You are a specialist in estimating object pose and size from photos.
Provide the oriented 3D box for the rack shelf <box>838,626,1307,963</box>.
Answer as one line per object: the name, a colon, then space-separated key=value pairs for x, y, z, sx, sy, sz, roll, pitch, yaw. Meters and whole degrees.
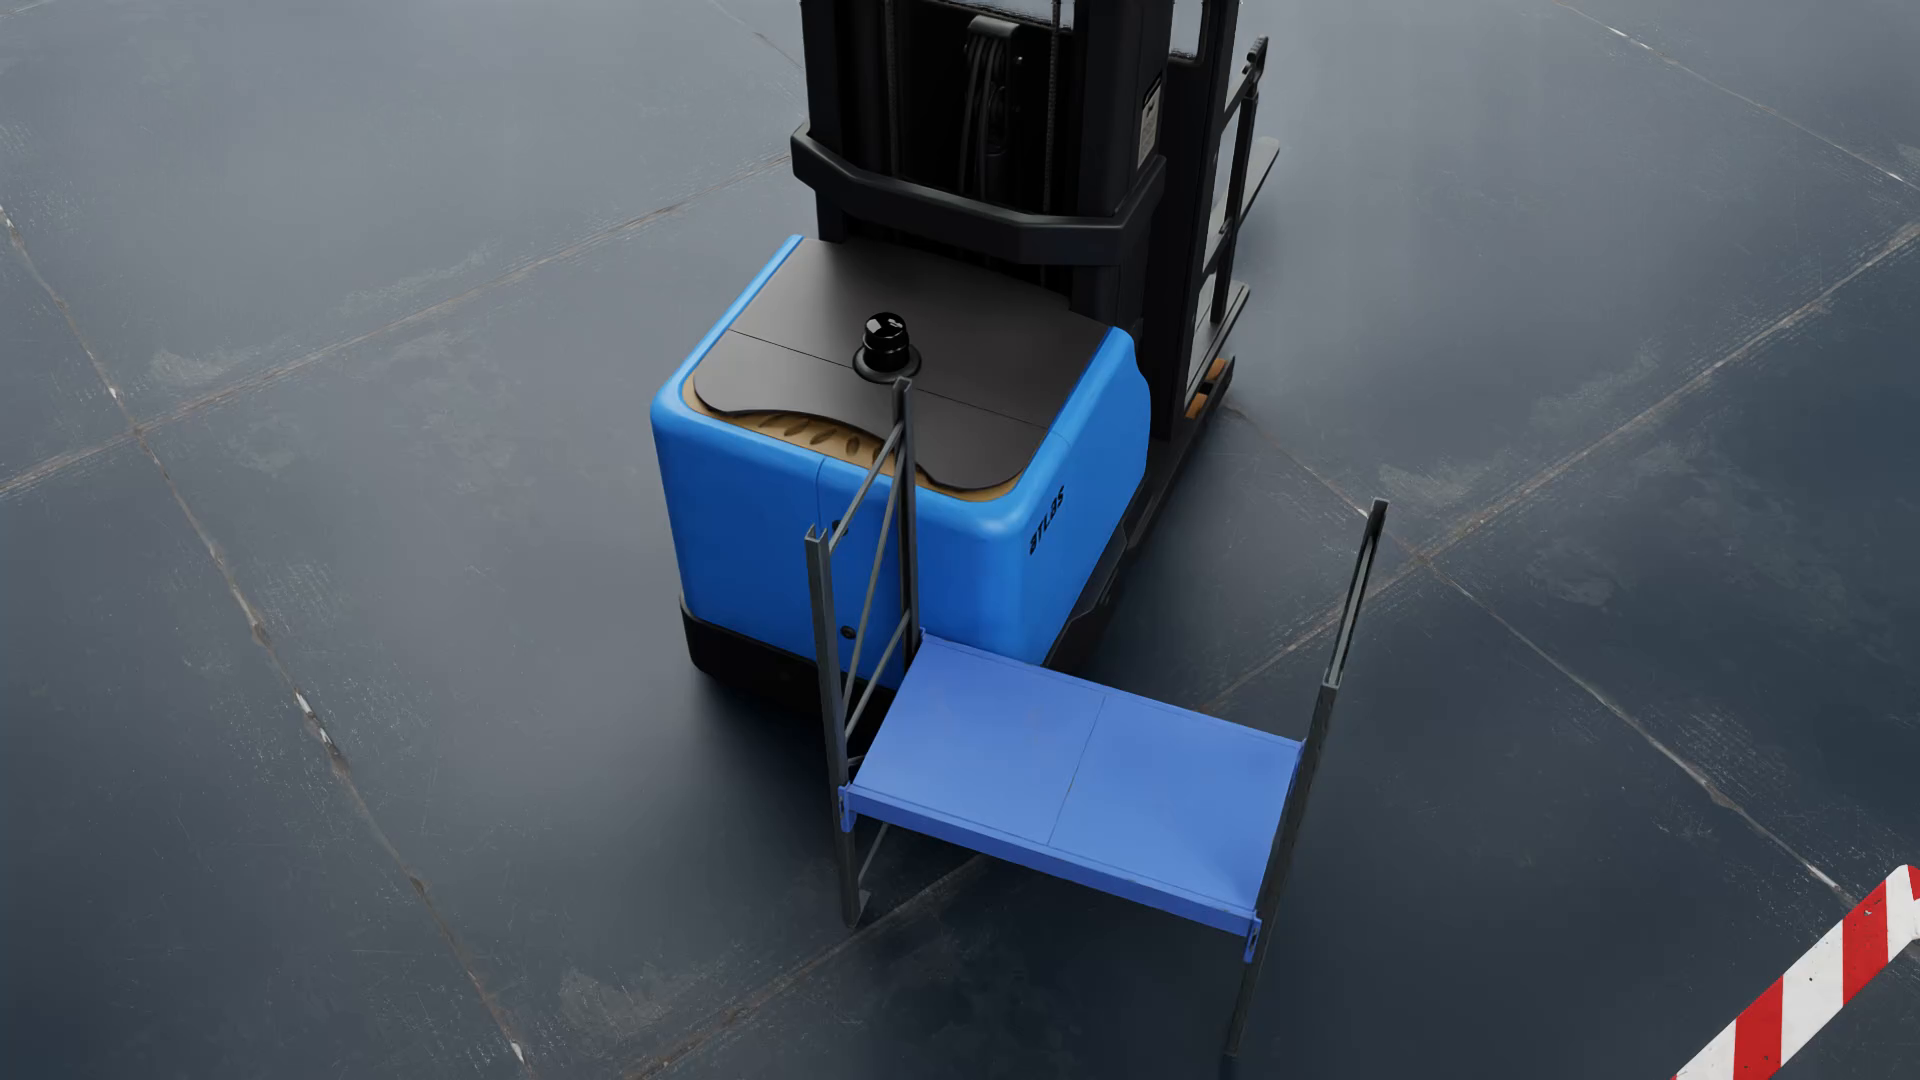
rack shelf: x=0.275 y=0.584 z=3.951 sx=1.000 sy=0.185 sz=0.538 roll=15 pitch=50 yaw=14

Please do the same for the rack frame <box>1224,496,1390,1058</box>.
rack frame: x=0.752 y=0.594 z=3.699 sx=0.032 sy=1.500 sz=0.500 roll=15 pitch=50 yaw=14

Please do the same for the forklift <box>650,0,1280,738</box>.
forklift: x=0.281 y=-1.440 z=4.577 sx=1.130 sy=2.935 sz=3.031 roll=19 pitch=50 yaw=16

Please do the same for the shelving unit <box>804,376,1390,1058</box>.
shelving unit: x=0.275 y=0.463 z=3.818 sx=1.048 sy=1.500 sz=0.538 roll=15 pitch=50 yaw=14

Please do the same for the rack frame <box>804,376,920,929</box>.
rack frame: x=-0.202 y=0.332 z=3.937 sx=0.032 sy=1.500 sz=0.500 roll=15 pitch=50 yaw=14
